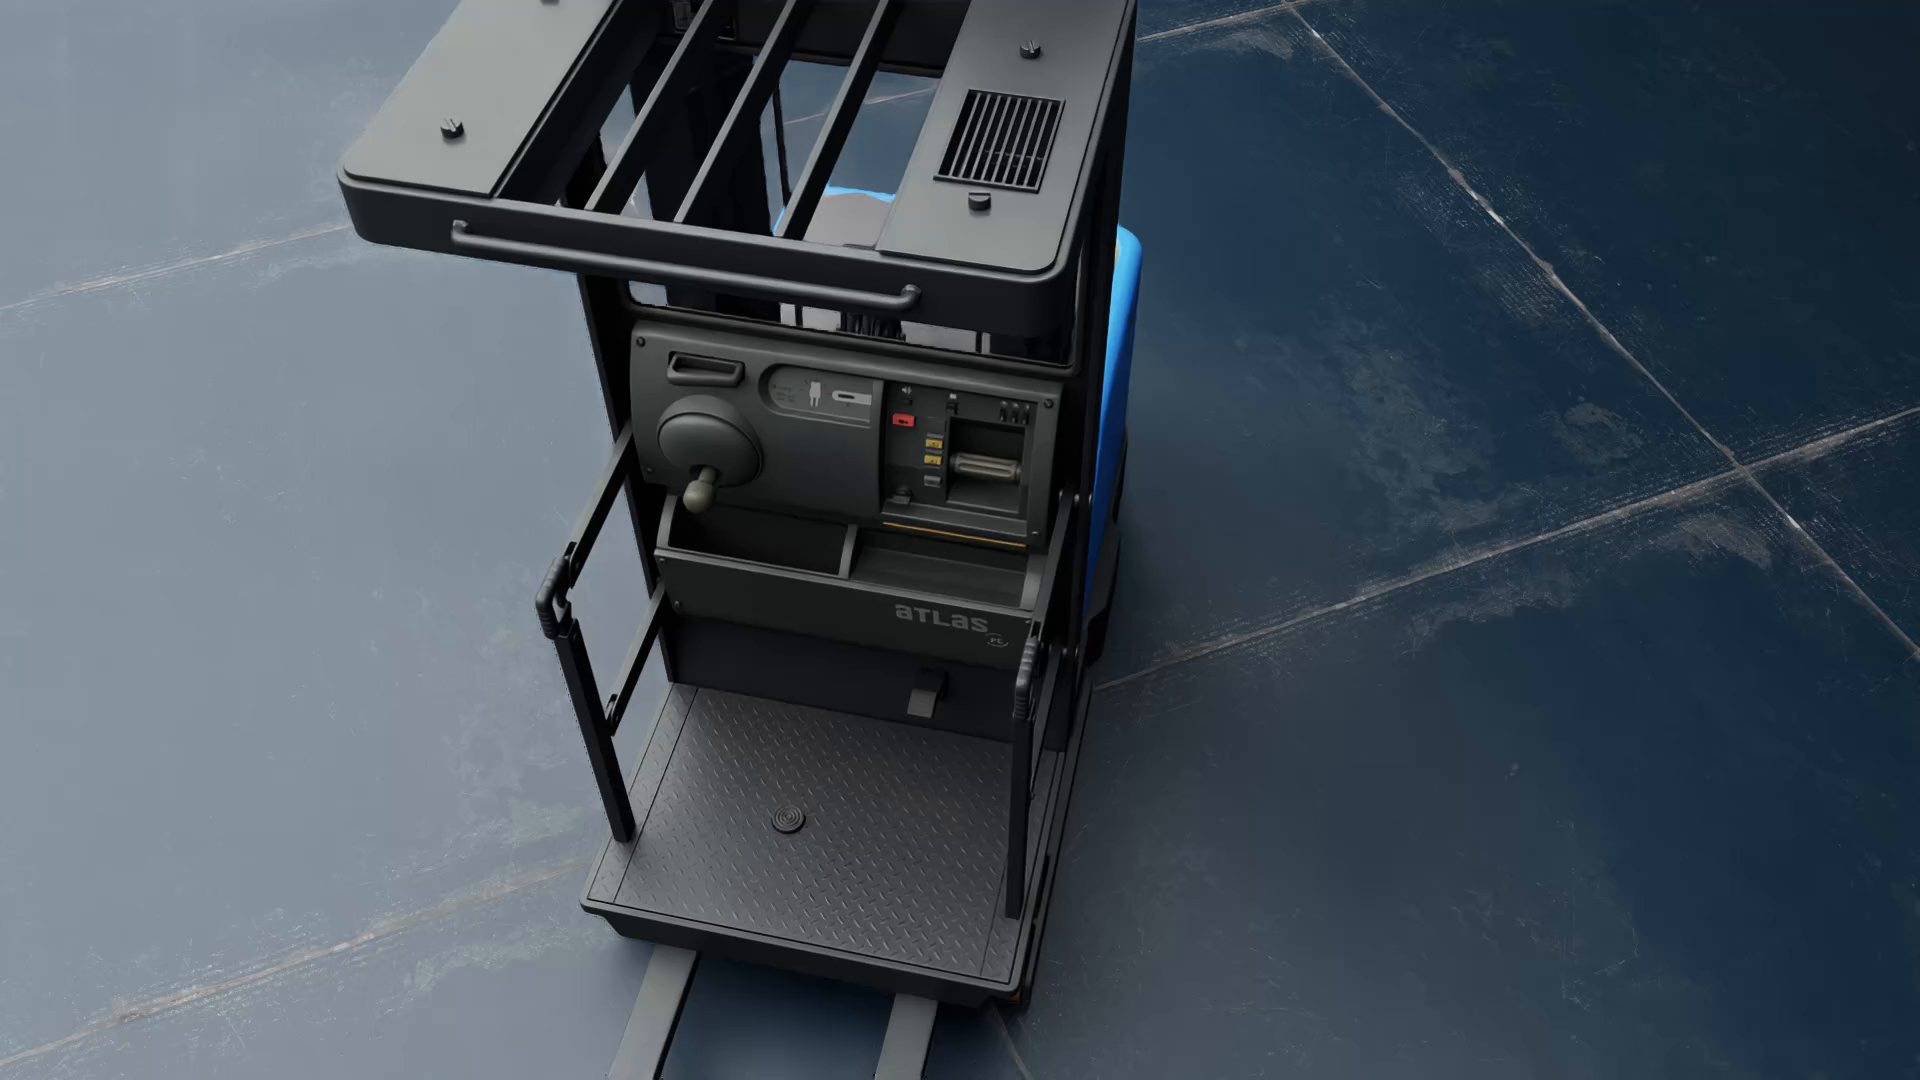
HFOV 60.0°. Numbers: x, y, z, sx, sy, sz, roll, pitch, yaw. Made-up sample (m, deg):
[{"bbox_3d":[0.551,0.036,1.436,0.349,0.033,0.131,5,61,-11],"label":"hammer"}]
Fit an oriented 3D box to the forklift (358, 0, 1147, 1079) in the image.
[{"bbox_3d":[-0.281,-0.163,3.458,1.130,2.935,3.031,9,50,8],"label":"forklift"}]
